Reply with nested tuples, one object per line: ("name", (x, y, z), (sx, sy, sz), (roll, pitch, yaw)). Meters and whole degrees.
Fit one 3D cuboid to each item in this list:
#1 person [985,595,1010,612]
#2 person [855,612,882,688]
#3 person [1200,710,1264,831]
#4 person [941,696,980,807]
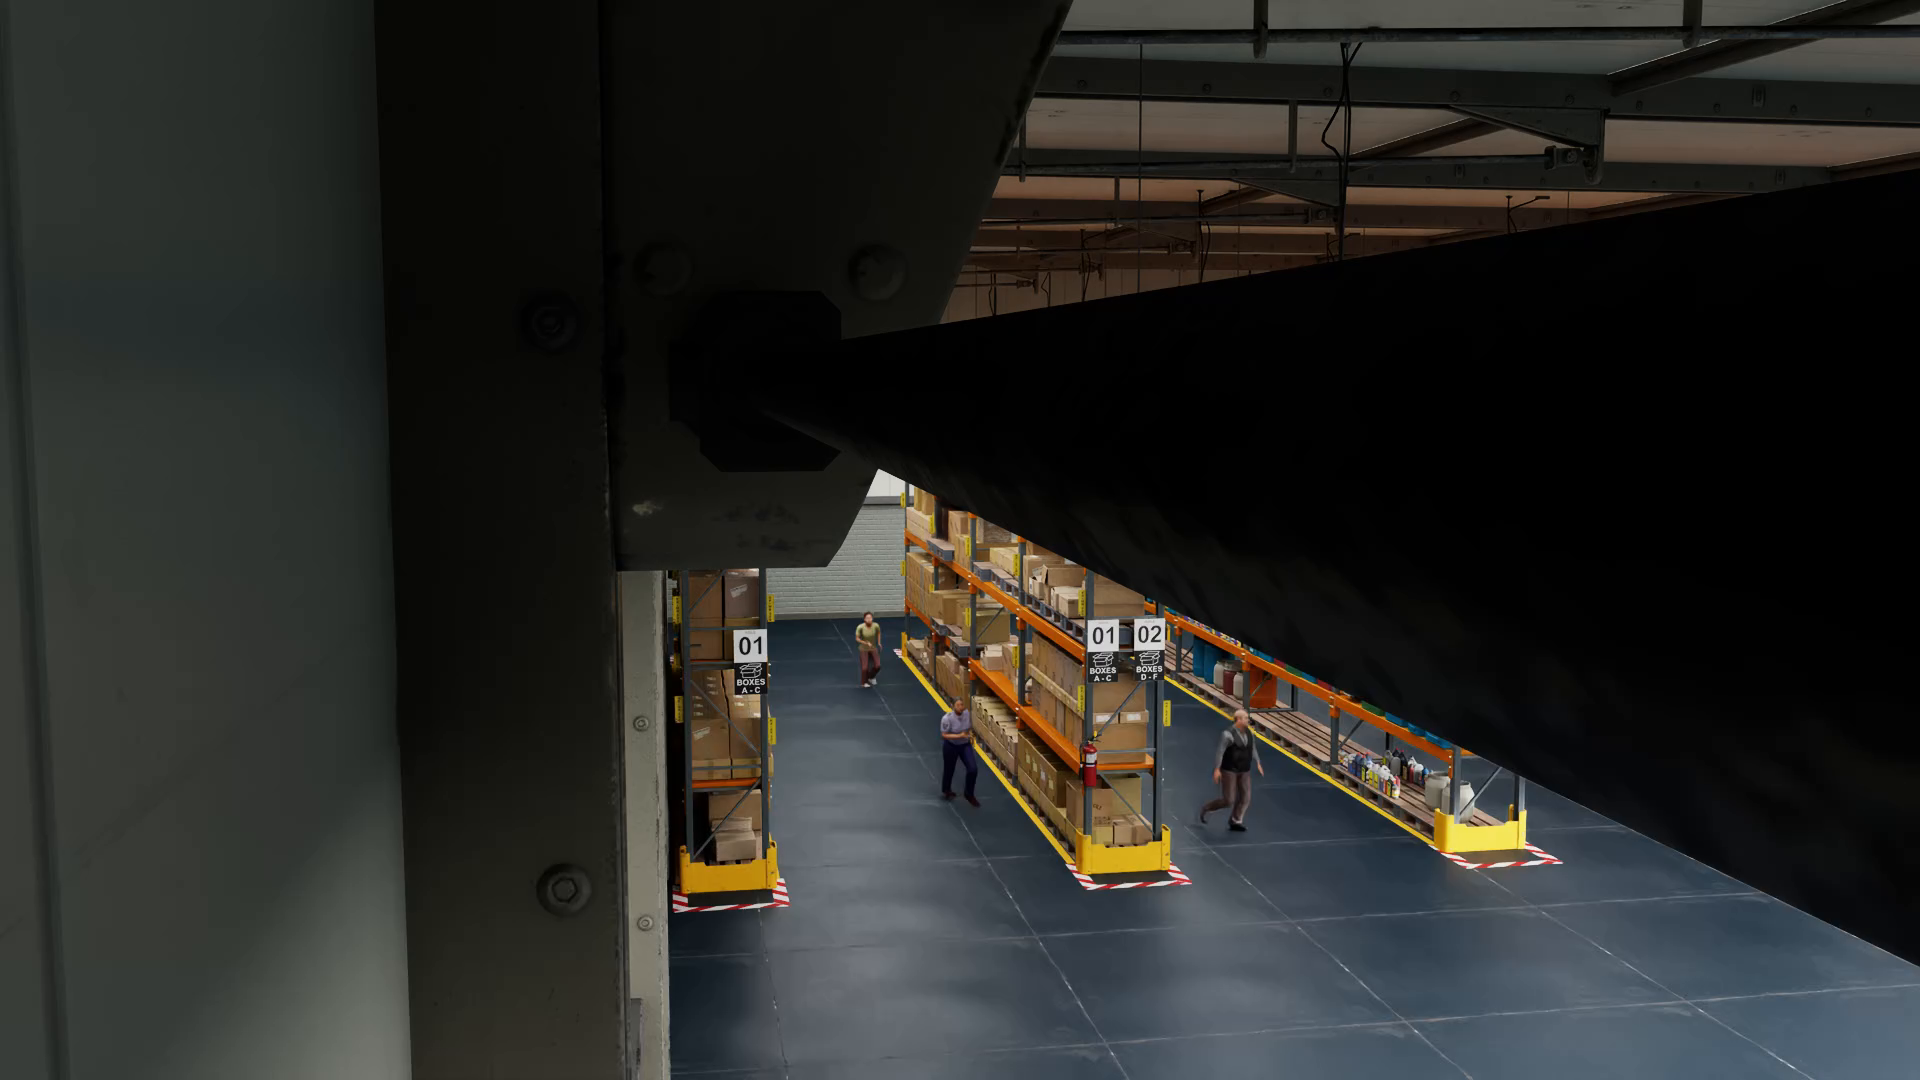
("person", (0.777, 1.772, 36.634), (0.599, 1.624, 0.959), (-2, 6, -20))
("person", (-1.797, 2.168, 32.735), (0.577, 1.560, 0.734), (-2, 6, -18))
("person", (3.705, 3.137, 22.755), (0.725, 1.692, 0.635), (-4, 7, -34))
("person", (-0.056, 3.047, 24.135), (0.606, 1.638, 0.880), (-2, 6, -22))
